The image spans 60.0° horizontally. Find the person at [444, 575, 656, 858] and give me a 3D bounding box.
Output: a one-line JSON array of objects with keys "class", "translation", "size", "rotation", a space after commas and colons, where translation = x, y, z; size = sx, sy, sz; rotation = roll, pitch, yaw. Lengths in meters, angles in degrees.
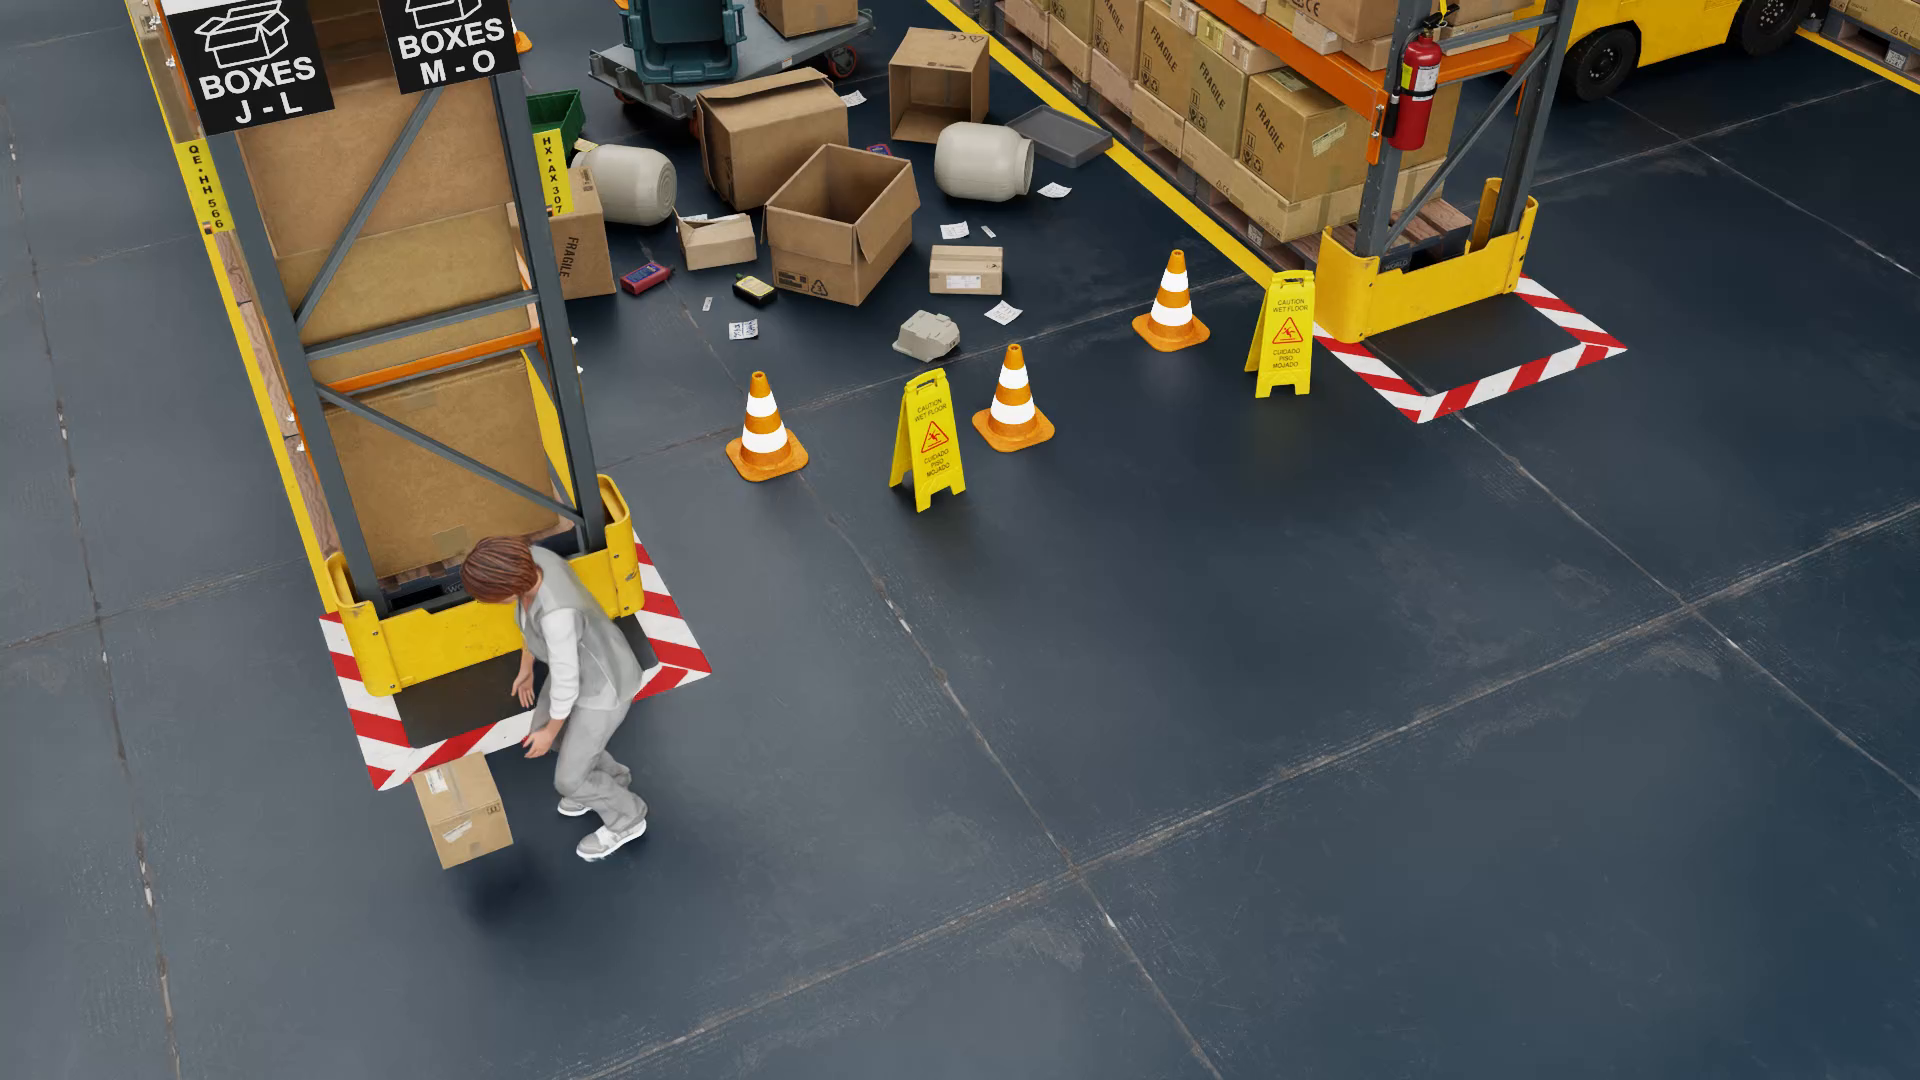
[{"class": "person", "translation": [-1.344, 0.576, 5.714], "size": [0.620, 1.351, 0.461], "rotation": [-19, 45, -20]}]
